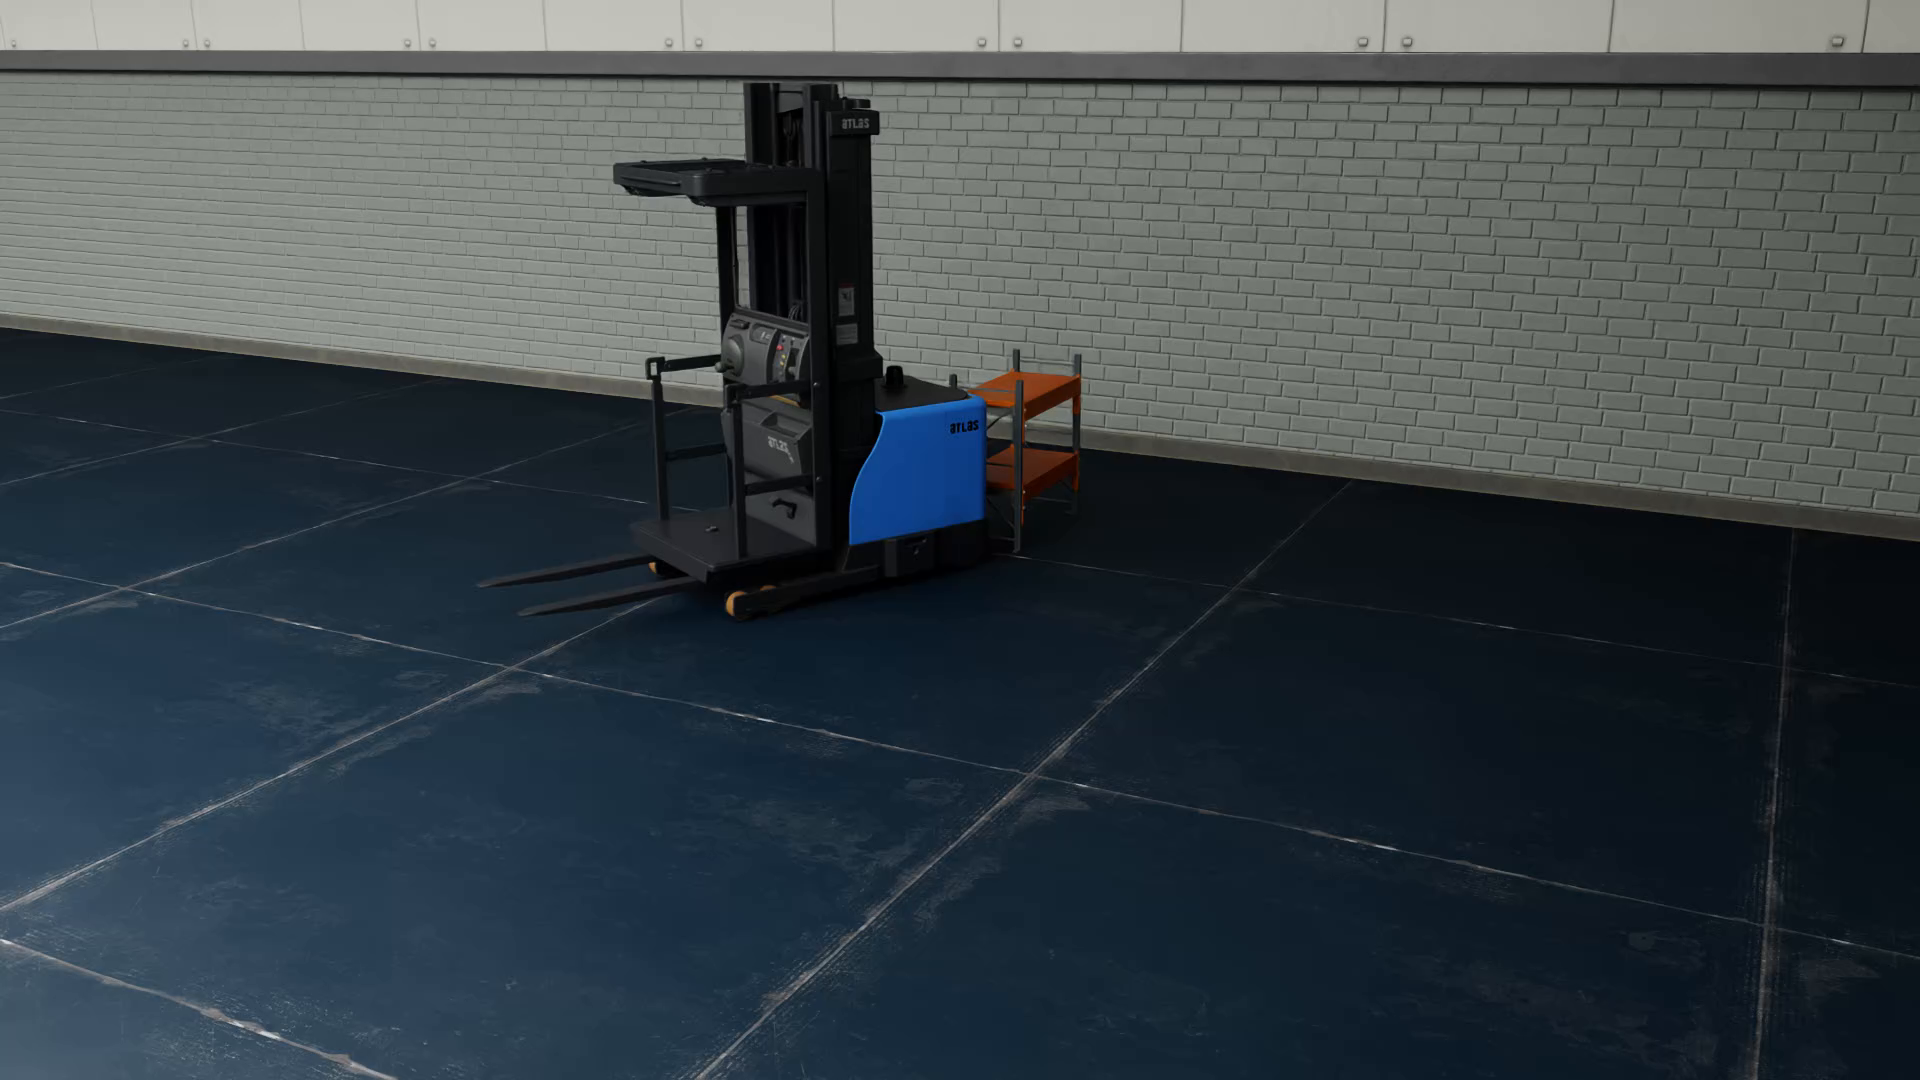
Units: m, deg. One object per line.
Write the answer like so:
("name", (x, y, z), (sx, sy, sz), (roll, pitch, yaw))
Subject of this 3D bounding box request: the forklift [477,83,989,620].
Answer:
("forklift", (-1.312, -1.117, 9.638), (3.031, 2.935, 1.130), (-12, 20, -34))

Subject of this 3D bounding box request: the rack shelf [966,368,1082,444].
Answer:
("rack shelf", (0.382, -0.903, 11.061), (0.538, 0.278, 1.000), (8, 18, 24))

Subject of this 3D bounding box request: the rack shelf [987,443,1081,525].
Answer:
("rack shelf", (0.382, -0.388, 11.214), (0.538, 0.278, 1.000), (8, 18, 24))

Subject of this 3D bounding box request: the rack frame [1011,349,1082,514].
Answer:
("rack frame", (0.597, -0.754, 11.586), (0.500, 1.125, 0.032), (8, 18, 24))

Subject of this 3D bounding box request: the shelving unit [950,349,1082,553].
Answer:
("shelving unit", (0.382, -0.623, 11.145), (0.538, 1.125, 1.048), (8, 18, 24))

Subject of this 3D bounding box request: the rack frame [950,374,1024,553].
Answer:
("rack frame", (0.167, -0.491, 10.703), (0.500, 1.125, 0.032), (8, 18, 24))
